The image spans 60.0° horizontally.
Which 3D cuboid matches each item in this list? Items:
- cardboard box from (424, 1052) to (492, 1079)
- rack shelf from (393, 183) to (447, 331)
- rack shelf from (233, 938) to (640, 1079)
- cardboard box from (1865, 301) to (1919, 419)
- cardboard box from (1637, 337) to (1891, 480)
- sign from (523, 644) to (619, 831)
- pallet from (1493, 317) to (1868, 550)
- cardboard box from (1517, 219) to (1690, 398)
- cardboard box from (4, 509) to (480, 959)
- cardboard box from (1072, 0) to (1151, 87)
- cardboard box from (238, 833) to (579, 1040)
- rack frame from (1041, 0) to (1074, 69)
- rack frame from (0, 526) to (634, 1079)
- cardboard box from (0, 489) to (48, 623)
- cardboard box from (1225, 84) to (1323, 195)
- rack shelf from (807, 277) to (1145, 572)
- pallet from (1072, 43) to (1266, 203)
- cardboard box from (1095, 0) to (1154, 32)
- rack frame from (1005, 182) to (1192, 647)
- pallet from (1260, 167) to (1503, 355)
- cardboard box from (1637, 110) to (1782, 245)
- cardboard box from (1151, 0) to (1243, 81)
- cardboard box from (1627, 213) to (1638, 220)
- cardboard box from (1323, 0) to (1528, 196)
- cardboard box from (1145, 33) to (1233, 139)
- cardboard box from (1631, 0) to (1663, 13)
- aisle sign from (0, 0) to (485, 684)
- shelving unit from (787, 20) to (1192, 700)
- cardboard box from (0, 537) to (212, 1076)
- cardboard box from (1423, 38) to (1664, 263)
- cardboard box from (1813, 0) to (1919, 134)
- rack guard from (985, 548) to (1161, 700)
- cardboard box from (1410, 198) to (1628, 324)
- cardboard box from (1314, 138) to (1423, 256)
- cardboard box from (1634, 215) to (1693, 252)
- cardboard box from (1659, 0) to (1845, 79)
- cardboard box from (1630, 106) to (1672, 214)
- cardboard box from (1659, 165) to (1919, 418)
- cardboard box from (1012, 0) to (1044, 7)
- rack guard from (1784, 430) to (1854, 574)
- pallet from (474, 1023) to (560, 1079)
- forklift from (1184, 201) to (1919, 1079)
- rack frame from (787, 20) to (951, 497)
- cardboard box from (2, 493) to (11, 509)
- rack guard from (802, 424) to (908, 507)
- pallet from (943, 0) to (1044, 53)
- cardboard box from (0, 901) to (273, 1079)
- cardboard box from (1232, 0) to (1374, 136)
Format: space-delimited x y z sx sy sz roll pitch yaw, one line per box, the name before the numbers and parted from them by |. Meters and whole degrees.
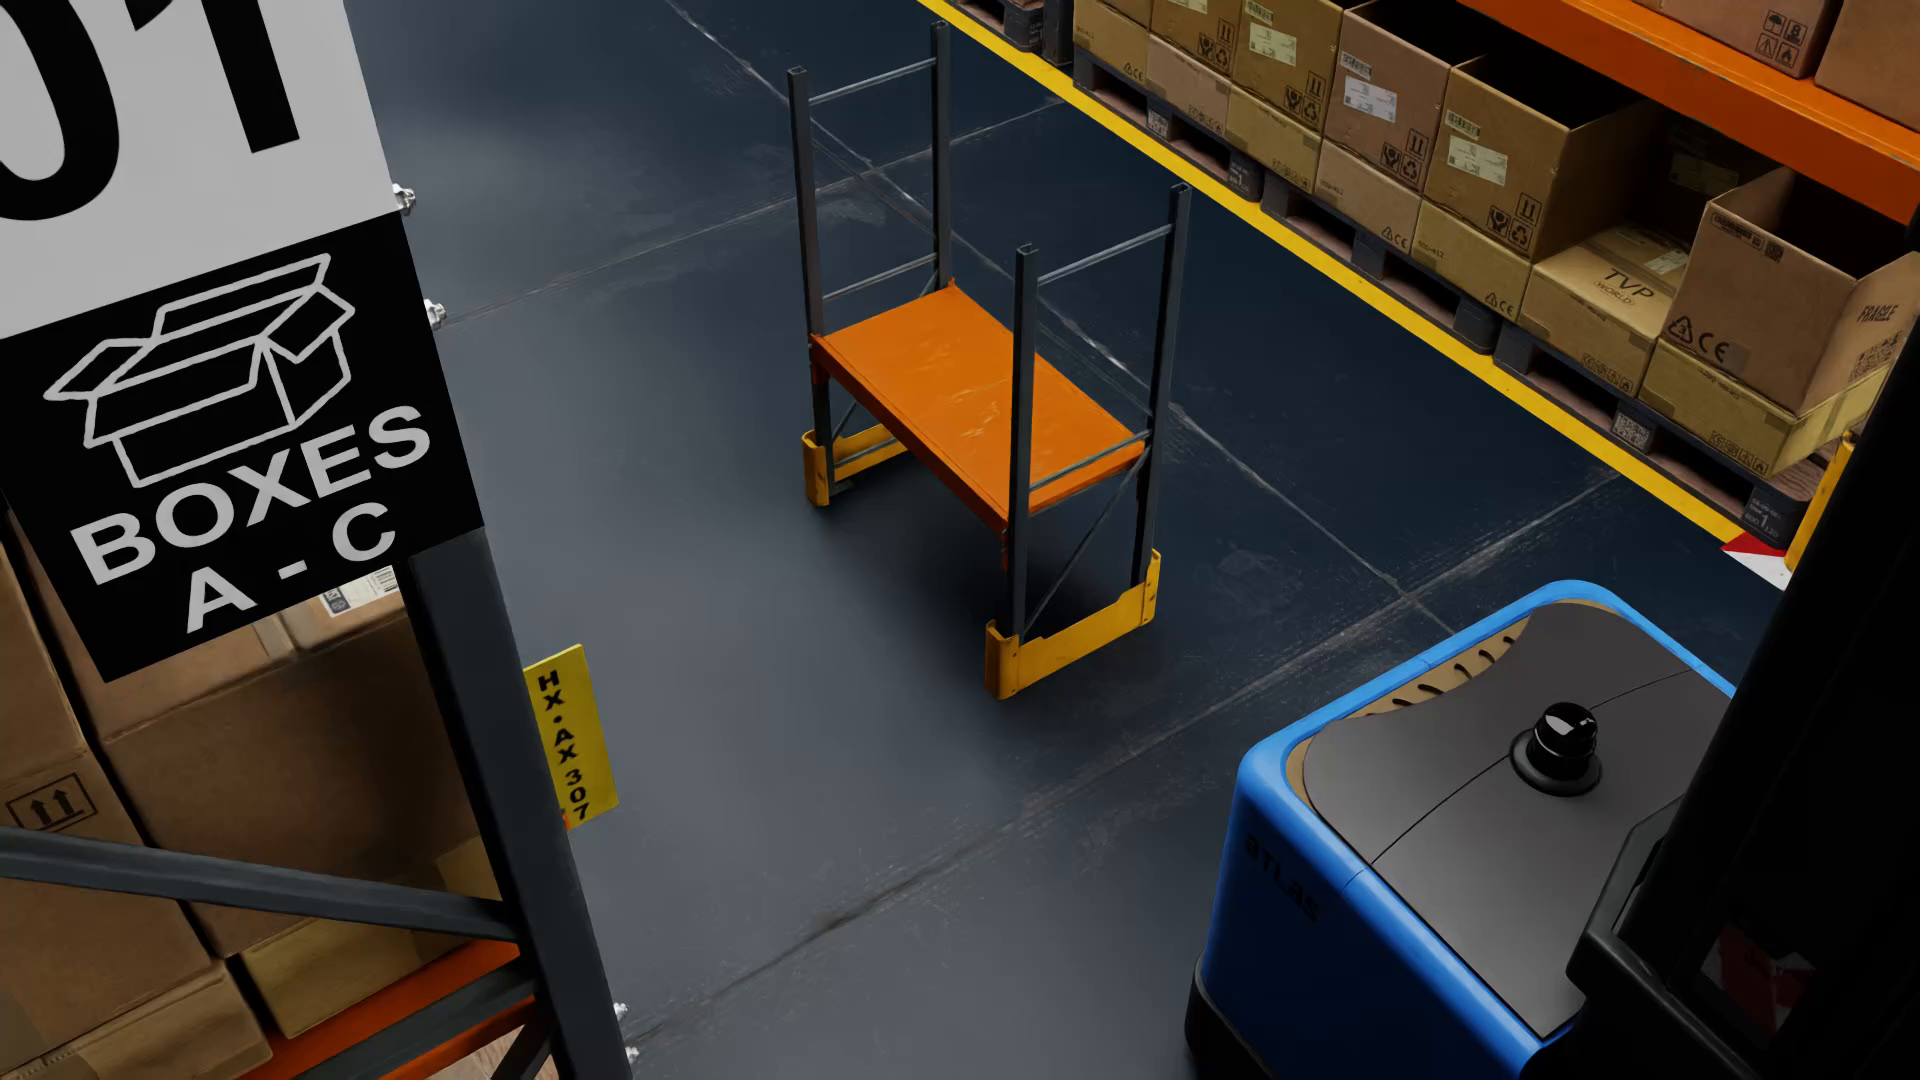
cardboard box | -1.281 1.181 3.469 0.500 0.311 0.500 -31 52 -29
rack shelf | -2.103 -1.163 2.644 1.077 0.370 4.000 -26 49 -24
rack shelf | -2.103 -0.078 3.680 1.077 0.370 4.000 -26 49 -24
cardboard box | 2.978 -0.713 5.512 0.500 0.250 0.500 -26 49 -24
cardboard box | 2.553 -0.509 5.298 0.500 0.250 0.500 -26 49 -24
sign | -0.514 0.267 2.171 0.100 0.325 0.005 -26 49 -24
pallet | 2.630 -0.572 5.696 1.003 0.211 1.213 -26 49 -24
cardboard box | 2.257 -0.787 5.589 0.500 0.250 0.500 -26 49 -24
cardboard box | -0.986 0.181 2.439 0.500 0.500 0.500 -26 49 -24
cardboard box | 0.830 -2.205 7.074 0.500 0.250 0.500 -26 49 -24
cardboard box | -0.978 0.440 2.711 0.500 0.250 0.500 -27 50 -26
rack frame | 0.814 -3.430 6.670 1.000 3.000 0.127 -26 49 -24
rack frame | -0.956 0.793 2.247 0.949 2.616 0.053 -26 49 -24
cardboard box | -1.683 0.099 2.526 0.500 0.500 0.500 -25 49 -24
cardboard box | 1.394 -1.634 6.477 0.500 0.250 0.500 -26 49 -24
rack shelf | 0.049 -0.364 4.806 0.538 0.185 1.000 -26 49 -24
pallet | 1.234 -1.954 7.144 1.003 0.211 1.213 -26 49 -24
cardboard box | 0.822 -2.472 6.811 0.500 0.500 0.500 -26 49 -24
rack frame | 0.340 -0.206 4.380 0.500 1.500 0.032 -26 49 -24
pallet | 1.936 -1.263 6.420 1.003 0.211 1.213 -26 49 -24
cardboard box | 2.690 -1.267 5.549 0.500 0.500 0.500 -26 49 -24
cardboard box | 1.115 -2.192 6.518 0.500 0.500 0.500 -26 49 -24
cardboard box | 2.403 -1.278 6.104 0.500 0.250 0.500 -26 49 -24
cardboard box | 1.682 -1.623 5.922 0.500 0.500 0.500 -26 49 -24
cardboard box | 1.112 -1.919 6.775 0.500 0.250 0.500 -26 49 -24
cardboard box | 2.262 -2.049 5.151 0.700 0.500 0.500 -25 49 -24
aisle sign | -0.672 -0.223 1.429 0.394 0.787 0.004 -26 49 -24
shelving unit | 0.044 -0.499 4.687 0.587 1.500 1.083 -26 49 -24
cardboard box | -1.403 0.388 2.223 0.500 0.500 0.500 -26 50 -25
cardboard box | 1.967 -1.340 5.625 0.500 0.500 0.500 -26 49 -24
cardboard box | 2.845 -1.470 4.545 0.700 0.500 0.500 -26 49 -24
rack guard | 0.329 0.235 4.823 0.587 0.250 0.087 -26 49 -24
cardboard box | 1.969 -1.069 5.885 0.500 0.250 0.500 -26 49 -24
cardboard box | 1.685 -1.353 6.182 0.500 0.250 0.500 -26 49 -24
cardboard box | 2.689 -0.995 5.807 0.500 0.250 0.500 -26 49 -24
cardboard box | 2.541 -1.765 4.855 0.700 0.500 0.500 -24 49 -23
cardboard box | 2.393 -1.545 5.840 0.500 0.500 0.500 -26 49 -24
cardboard box | 2.551 -0.779 5.038 0.500 0.500 0.500 -26 49 -24
cardboard box | 0.339 -2.707 7.601 0.500 0.250 0.500 -26 50 -25
rack guard | 3.116 -0.246 5.146 1.175 0.500 0.348 -26 49 -24
pallet | -1.438 1.286 3.750 1.003 0.211 1.213 -26 49 -24
forklift | 1.751 0.814 2.274 1.130 2.935 3.031 -24 49 -23
rack frame | -0.242 -0.782 4.983 0.500 1.500 0.032 -26 49 -24
cardboard box | -1.260 -0.102 2.736 0.500 0.500 0.500 -26 49 -24
rack guard | -0.241 -0.329 5.414 0.587 0.250 0.087 -26 49 -24
pallet | 0.360 -2.823 8.054 1.003 0.211 1.213 -26 49 -24
cardboard box | -1.385 0.654 2.487 0.500 0.250 0.500 -25 49 -24
cardboard box | 1.394 -1.906 6.218 0.500 0.500 0.500 -26 49 -24
